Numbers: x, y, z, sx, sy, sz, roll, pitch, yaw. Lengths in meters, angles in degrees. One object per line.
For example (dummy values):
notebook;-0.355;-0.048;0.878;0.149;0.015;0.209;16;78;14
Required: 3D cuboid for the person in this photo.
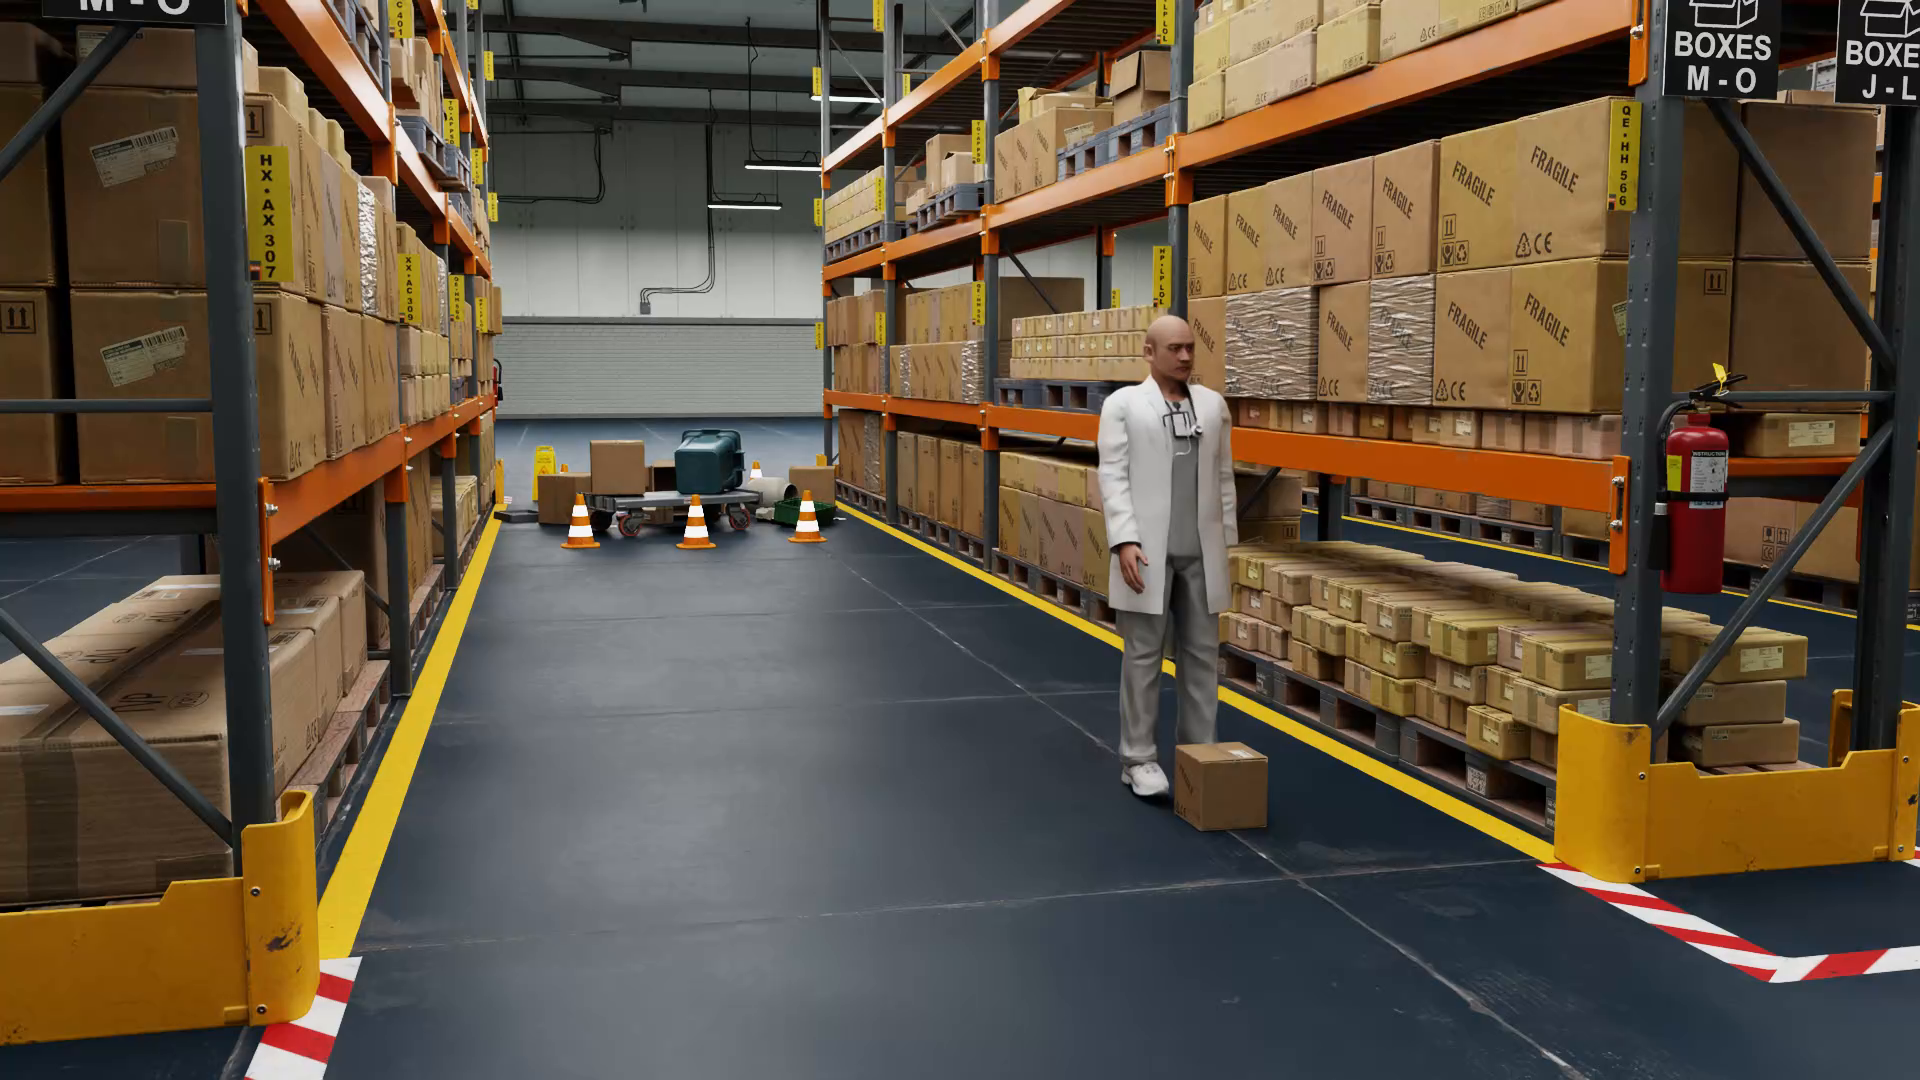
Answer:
person;0.817;0.055;6.251;0.573;1.789;0.459;-2;6;-14
